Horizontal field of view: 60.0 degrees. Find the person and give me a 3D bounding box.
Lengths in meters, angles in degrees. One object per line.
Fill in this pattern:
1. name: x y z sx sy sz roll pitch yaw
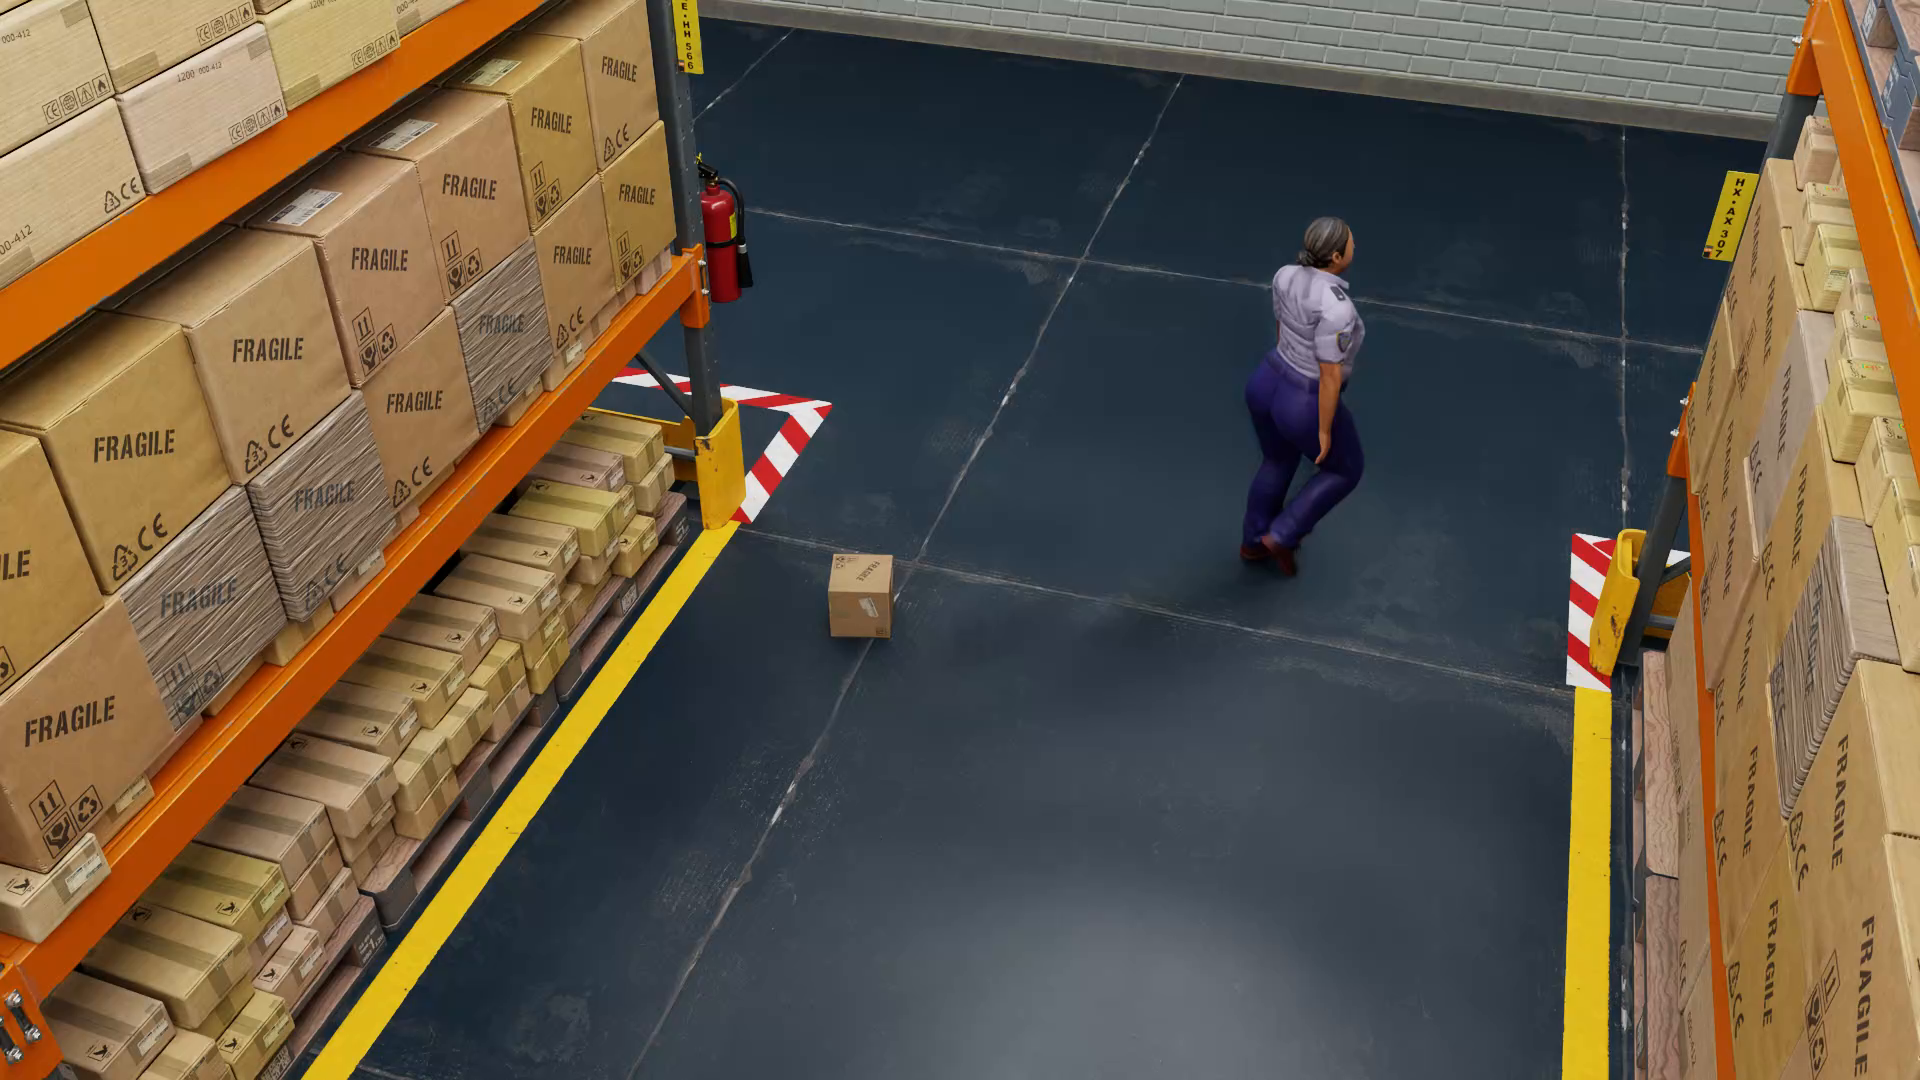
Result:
1. person: 1.444 -0.573 6.895 0.446 1.648 0.540 -19 41 -23
